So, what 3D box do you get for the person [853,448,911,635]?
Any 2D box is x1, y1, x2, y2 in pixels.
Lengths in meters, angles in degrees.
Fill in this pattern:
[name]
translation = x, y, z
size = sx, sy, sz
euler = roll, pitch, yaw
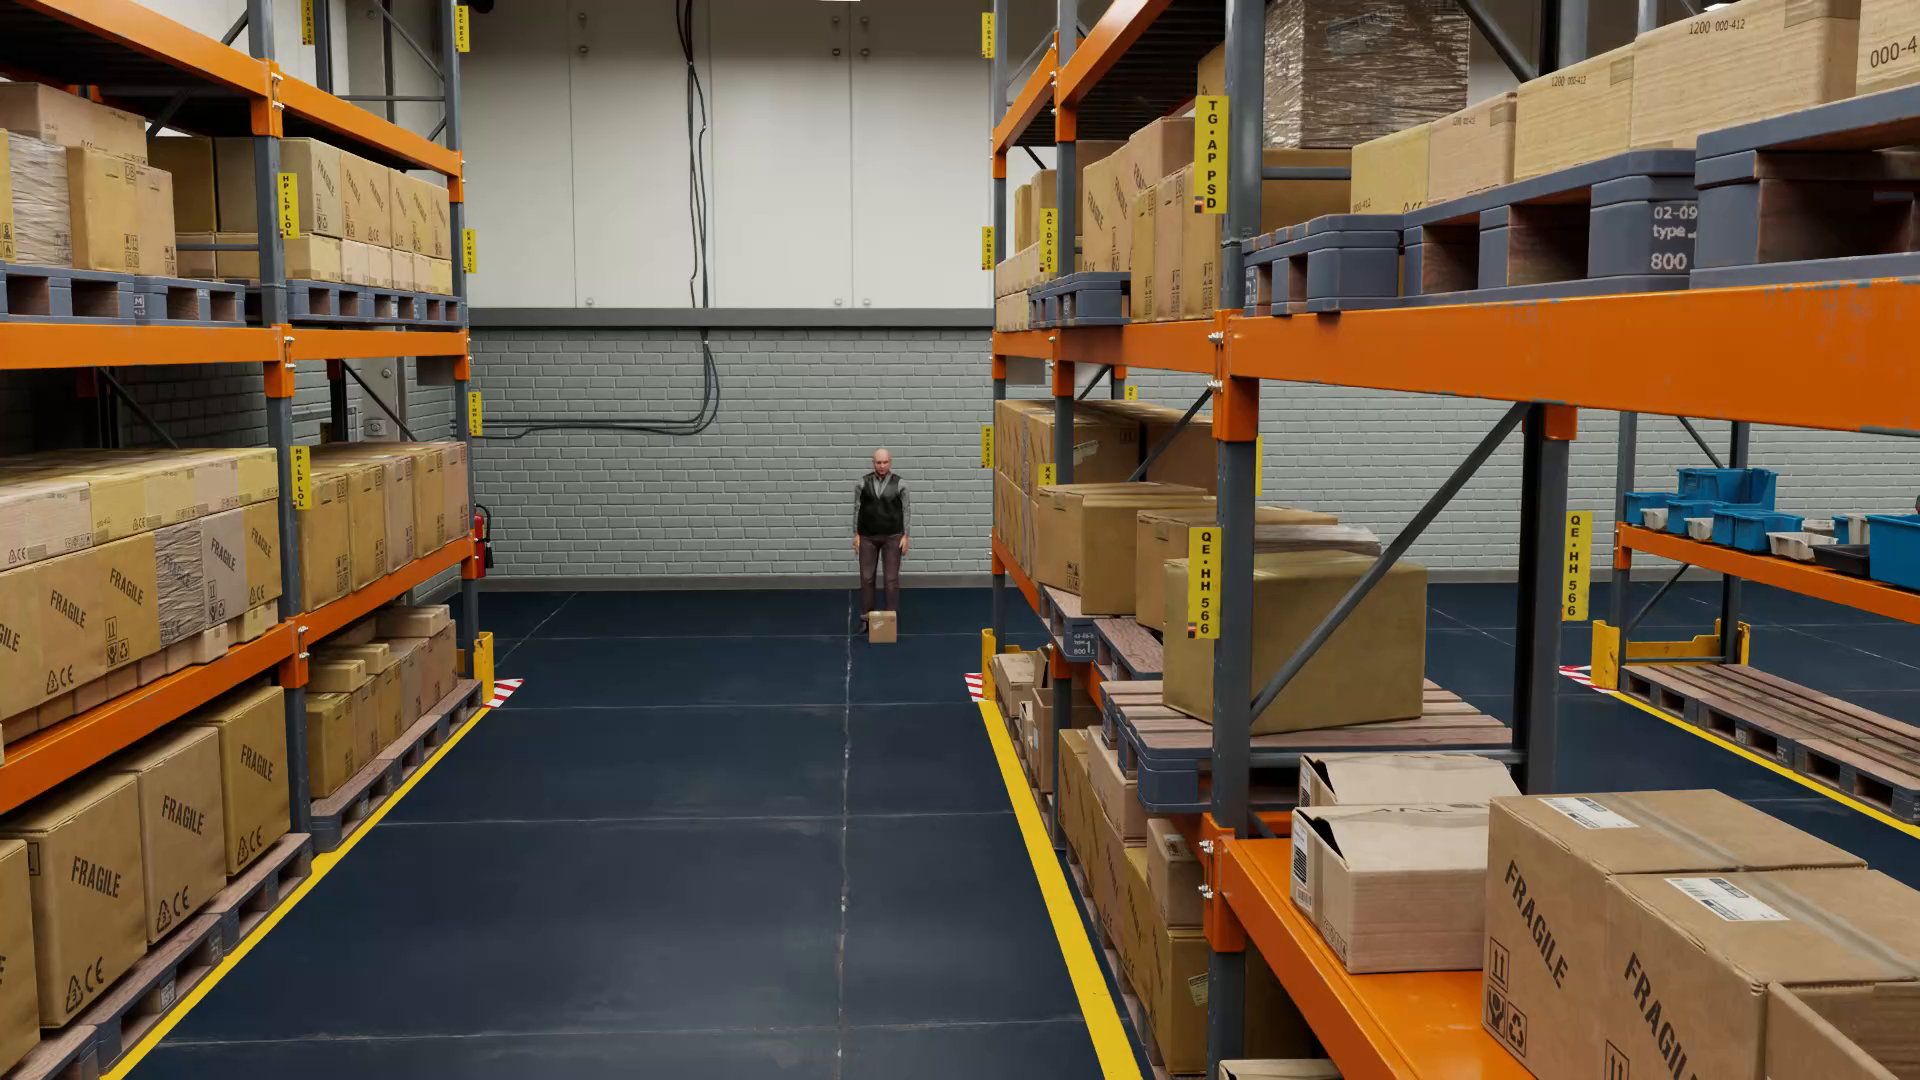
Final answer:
[person]
translation = -0.747, 0.010, 15.703
size = 0.548, 1.744, 0.413
euler = 1, 7, 4
